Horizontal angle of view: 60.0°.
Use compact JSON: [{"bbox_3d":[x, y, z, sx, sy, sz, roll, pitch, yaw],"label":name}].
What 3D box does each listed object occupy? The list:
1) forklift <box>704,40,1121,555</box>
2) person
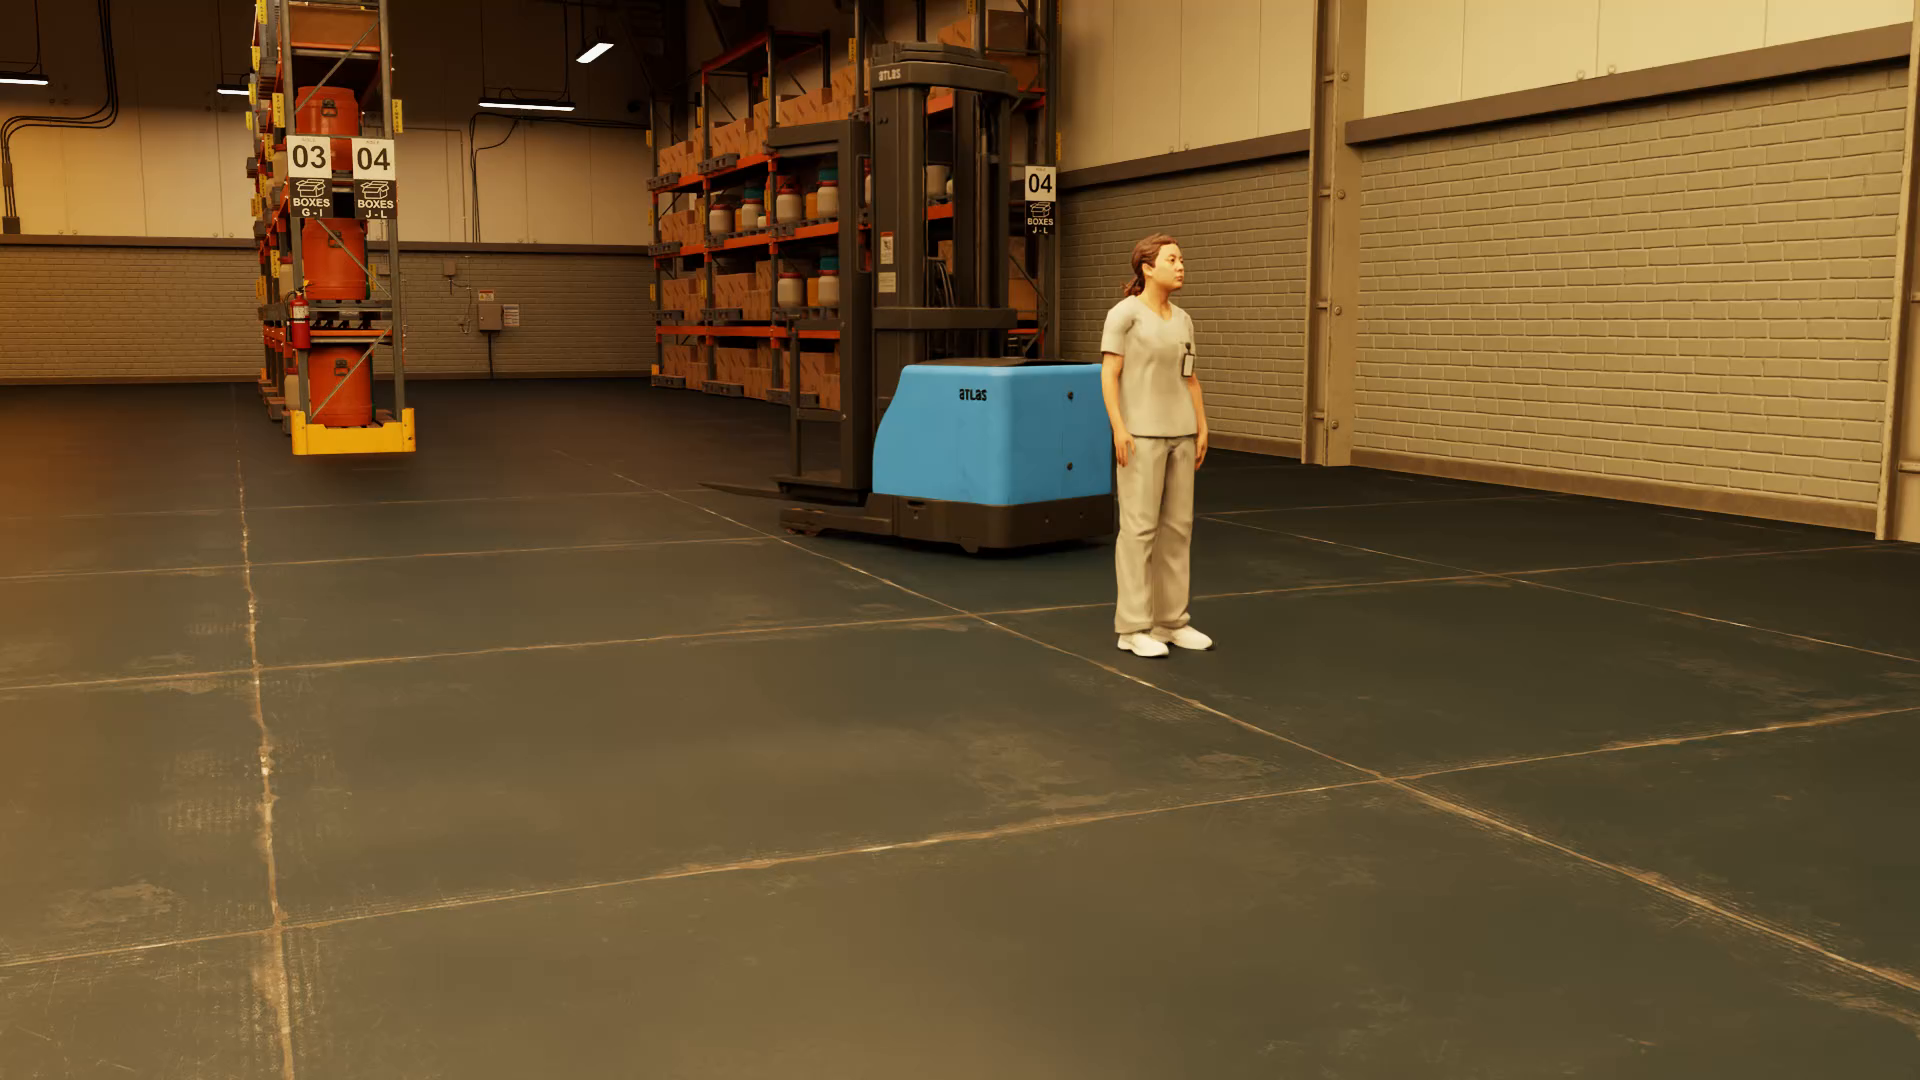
[{"bbox_3d":[-0.436,-1.509,10.383,3.031,2.935,1.130,7,10,44],"label":"forklift"},{"bbox_3d":[0.842,-0.399,6.753,0.530,1.680,0.513,-5,9,-35],"label":"person"}]
